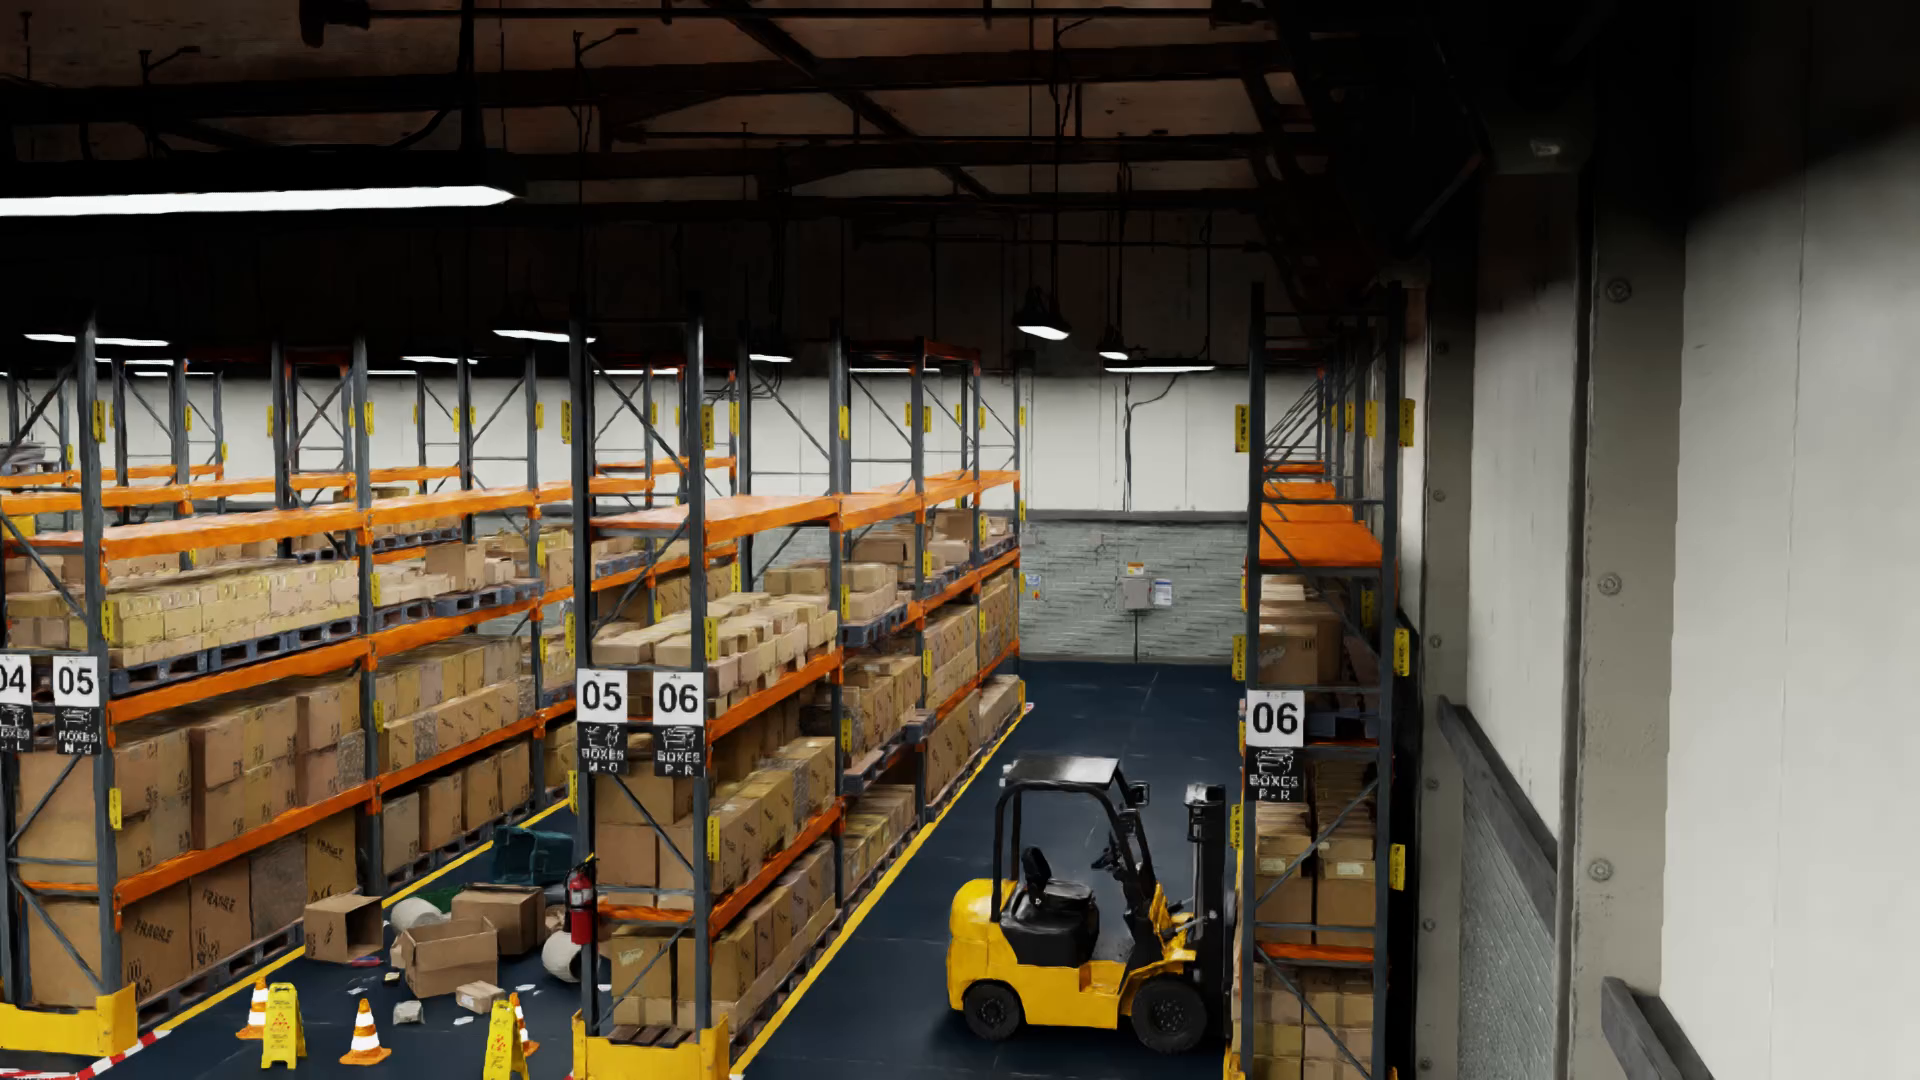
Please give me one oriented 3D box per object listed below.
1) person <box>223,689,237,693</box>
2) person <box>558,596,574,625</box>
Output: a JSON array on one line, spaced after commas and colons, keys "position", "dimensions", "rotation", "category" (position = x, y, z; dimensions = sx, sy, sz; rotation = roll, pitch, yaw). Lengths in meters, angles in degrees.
[{"position": [-9.321, 2.594, 21.346], "dimensions": [0.577, 1.691, 1.121], "rotation": [1, 5, 13], "category": "person"}, {"position": [-8.107, 1.616, 34.412], "dimensions": [0.466, 1.576, 0.505], "rotation": [-2, 5, -27], "category": "person"}]
